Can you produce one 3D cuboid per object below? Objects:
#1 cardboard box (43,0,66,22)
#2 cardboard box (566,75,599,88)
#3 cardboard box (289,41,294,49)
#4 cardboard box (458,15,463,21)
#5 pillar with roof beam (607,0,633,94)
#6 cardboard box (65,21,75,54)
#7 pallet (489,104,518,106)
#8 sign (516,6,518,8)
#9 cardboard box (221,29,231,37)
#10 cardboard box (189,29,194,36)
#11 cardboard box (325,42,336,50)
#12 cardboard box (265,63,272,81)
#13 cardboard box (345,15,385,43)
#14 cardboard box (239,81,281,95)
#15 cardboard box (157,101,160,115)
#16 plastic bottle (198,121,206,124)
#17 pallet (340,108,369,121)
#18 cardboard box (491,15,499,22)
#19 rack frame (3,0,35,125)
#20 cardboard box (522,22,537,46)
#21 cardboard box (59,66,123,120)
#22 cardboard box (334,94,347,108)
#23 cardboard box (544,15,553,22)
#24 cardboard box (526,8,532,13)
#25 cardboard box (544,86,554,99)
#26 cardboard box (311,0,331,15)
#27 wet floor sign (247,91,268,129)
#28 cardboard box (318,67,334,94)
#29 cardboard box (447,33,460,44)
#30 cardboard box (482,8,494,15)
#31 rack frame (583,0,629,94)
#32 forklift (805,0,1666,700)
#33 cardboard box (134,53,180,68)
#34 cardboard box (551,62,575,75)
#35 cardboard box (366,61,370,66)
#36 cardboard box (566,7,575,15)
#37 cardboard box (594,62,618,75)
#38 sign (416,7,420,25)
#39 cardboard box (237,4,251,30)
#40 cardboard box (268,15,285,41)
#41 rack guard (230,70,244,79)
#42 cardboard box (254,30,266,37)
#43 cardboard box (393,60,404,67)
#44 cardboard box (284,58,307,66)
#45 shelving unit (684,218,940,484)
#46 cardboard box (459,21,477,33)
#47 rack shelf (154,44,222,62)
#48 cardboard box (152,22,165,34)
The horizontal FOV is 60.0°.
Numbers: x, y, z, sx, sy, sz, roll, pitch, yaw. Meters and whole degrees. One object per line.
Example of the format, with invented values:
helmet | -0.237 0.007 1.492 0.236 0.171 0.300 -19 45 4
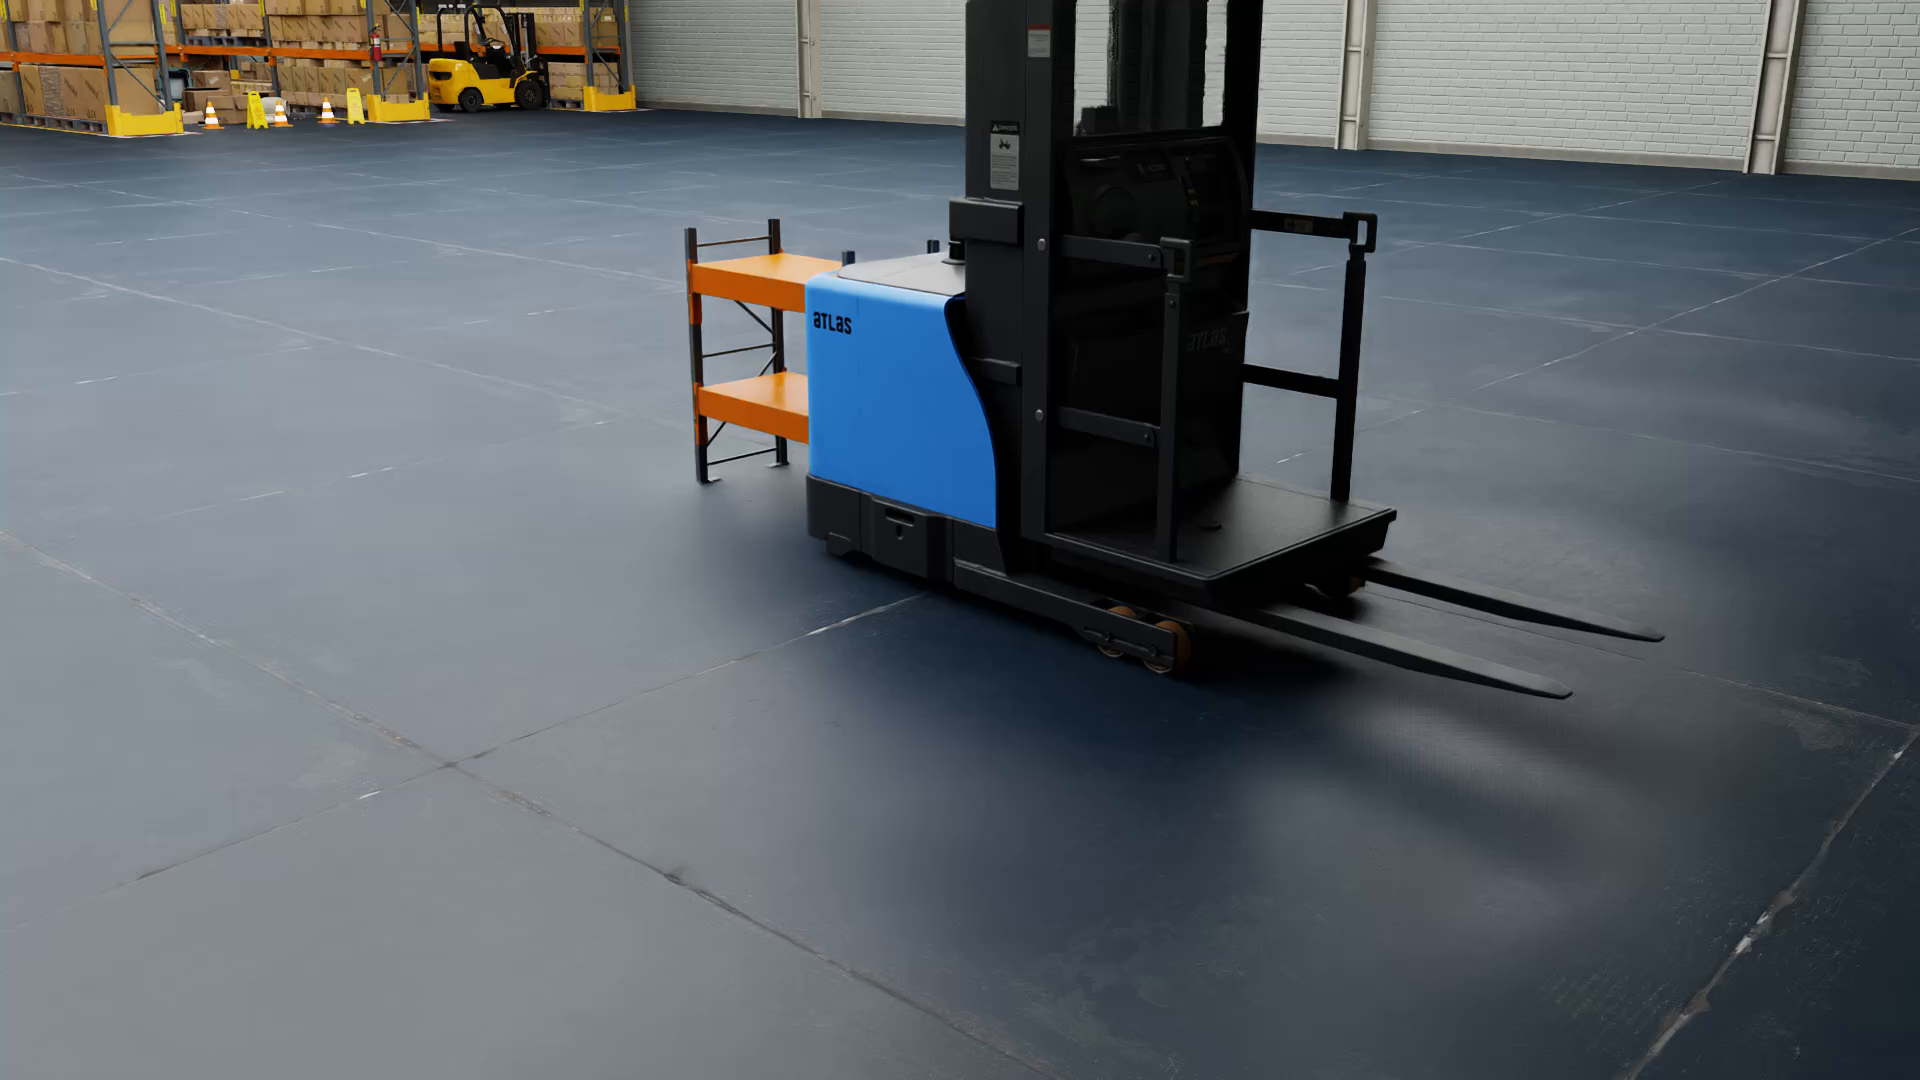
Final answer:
cardboard box | -15.581 -9.418 29.296 0.500 0.550 0.875 15 23 39
cardboard box | -8.115 -9.858 35.740 0.500 0.250 0.500 15 23 39
cardboard box | -13.362 -10.041 33.708 0.250 0.149 0.380 15 23 39
cardboard box | -11.291 -11.990 38.196 0.250 0.149 0.380 15 23 39
pillar with roof beam | -10.323 -12.932 32.484 0.400 9.000 9.100 15 23 39
cardboard box | -15.114 -8.821 29.200 0.550 0.550 0.875 15 23 39
pallet | -9.968 -10.008 37.797 1.213 0.211 1.003 15 23 39
sign | -10.168 -12.082 38.162 0.005 0.325 0.100 15 23 39
cardboard box | -15.522 -10.823 35.477 0.250 0.149 0.380 16 24 41
cardboard box | -16.699 -11.159 36.535 0.250 0.149 0.380 13 22 36
cardboard box | -12.260 -9.727 32.718 0.250 0.149 0.380 15 23 39
cardboard box | -18.173 -12.471 44.386 0.500 0.500 0.500 16 23 40
cardboard box | -11.424 -9.815 31.924 0.500 0.500 0.500 15 23 38
cardboard box | -14.761 -9.578 35.484 0.950 0.372 0.625 -17 24 -42
cardboard box | -15.195 -7.972 30.902 0.500 0.500 0.500 -13 22 -36
plastic bottle | -14.181 -7.828 31.176 0.283 0.061 0.133 7 19 21
pallet | -11.476 -8.437 32.846 1.213 0.211 1.003 15 23 39
cardboard box | -10.276 -11.688 37.243 0.250 0.149 0.380 16 23 41
rack frame | -17.037 -9.242 30.775 0.127 3.000 1.000 15 23 39
cardboard box | -9.234 -11.098 36.456 0.500 0.500 0.500 15 23 40
cardboard box | -15.256 -7.924 29.439 0.875 0.875 0.875 15 23 38
cardboard box | -12.000 -8.676 32.842 0.500 0.250 0.500 15 23 39
cardboard box | -8.762 -11.272 35.933 0.250 0.149 0.380 14 22 38
cardboard box | -9.279 -11.587 36.434 0.250 0.149 0.380 15 23 39
cardboard box | -8.838 -9.820 36.447 0.500 0.250 0.500 15 23 40
cardboard box | -12.185 -10.481 32.368 0.500 0.500 0.700 15 23 39
wet floor sign | -12.709 -7.759 29.993 0.232 0.644 0.267 11 20 30
cardboard box | -12.373 -9.135 33.049 0.500 0.500 0.500 14 23 38
cardboard box | -11.465 -11.576 38.378 0.500 0.250 0.500 15 23 39
cardboard box | -10.493 -11.874 37.337 0.250 0.149 0.380 16 23 40
rack frame | -7.543 -10.703 35.378 0.127 3.000 1.000 15 23 39
forklift | 0.805 -1.150 5.389 3.031 2.935 1.130 17 24 42
cardboard box | -18.613 -10.890 38.786 0.875 0.875 0.875 16 24 41
cardboard box | -8.480 -10.192 35.967 0.500 0.250 0.500 16 23 40
cardboard box | -14.457 -11.780 41.136 0.250 0.149 0.380 14 22 37
cardboard box | -8.156 -11.268 35.430 0.250 0.149 0.380 15 23 39
cardboard box | -7.777 -10.208 36.018 0.500 0.250 0.500 15 23 38
sign | -10.475 -10.115 32.093 0.005 0.325 0.100 15 23 39
cardboard box | -14.696 -10.912 34.685 0.500 0.500 0.500 15 23 40
cardboard box | -13.683 -10.420 33.830 0.500 0.500 0.500 15 23 39
rack guard | -19.453 -12.709 45.831 0.348 0.500 1.175 15 23 39
cardboard box | -14.395 -10.504 34.471 0.250 0.149 0.380 15 23 40
cardboard box | -13.891 -11.862 41.395 0.250 0.149 0.380 16 24 41
cardboard box | -13.511 -9.720 33.821 0.250 0.149 0.380 15 23 40
shelving unit | -0.629 -0.734 7.064 1.048 1.125 0.538 17 24 42
cardboard box | -11.072 -11.714 37.984 0.500 0.250 0.500 14 23 38
rack shelf | -18.315 -11.244 38.272 4.000 0.370 1.077 15 23 39
cardboard box | -17.735 -11.494 37.292 0.500 0.250 0.500 14 23 38
